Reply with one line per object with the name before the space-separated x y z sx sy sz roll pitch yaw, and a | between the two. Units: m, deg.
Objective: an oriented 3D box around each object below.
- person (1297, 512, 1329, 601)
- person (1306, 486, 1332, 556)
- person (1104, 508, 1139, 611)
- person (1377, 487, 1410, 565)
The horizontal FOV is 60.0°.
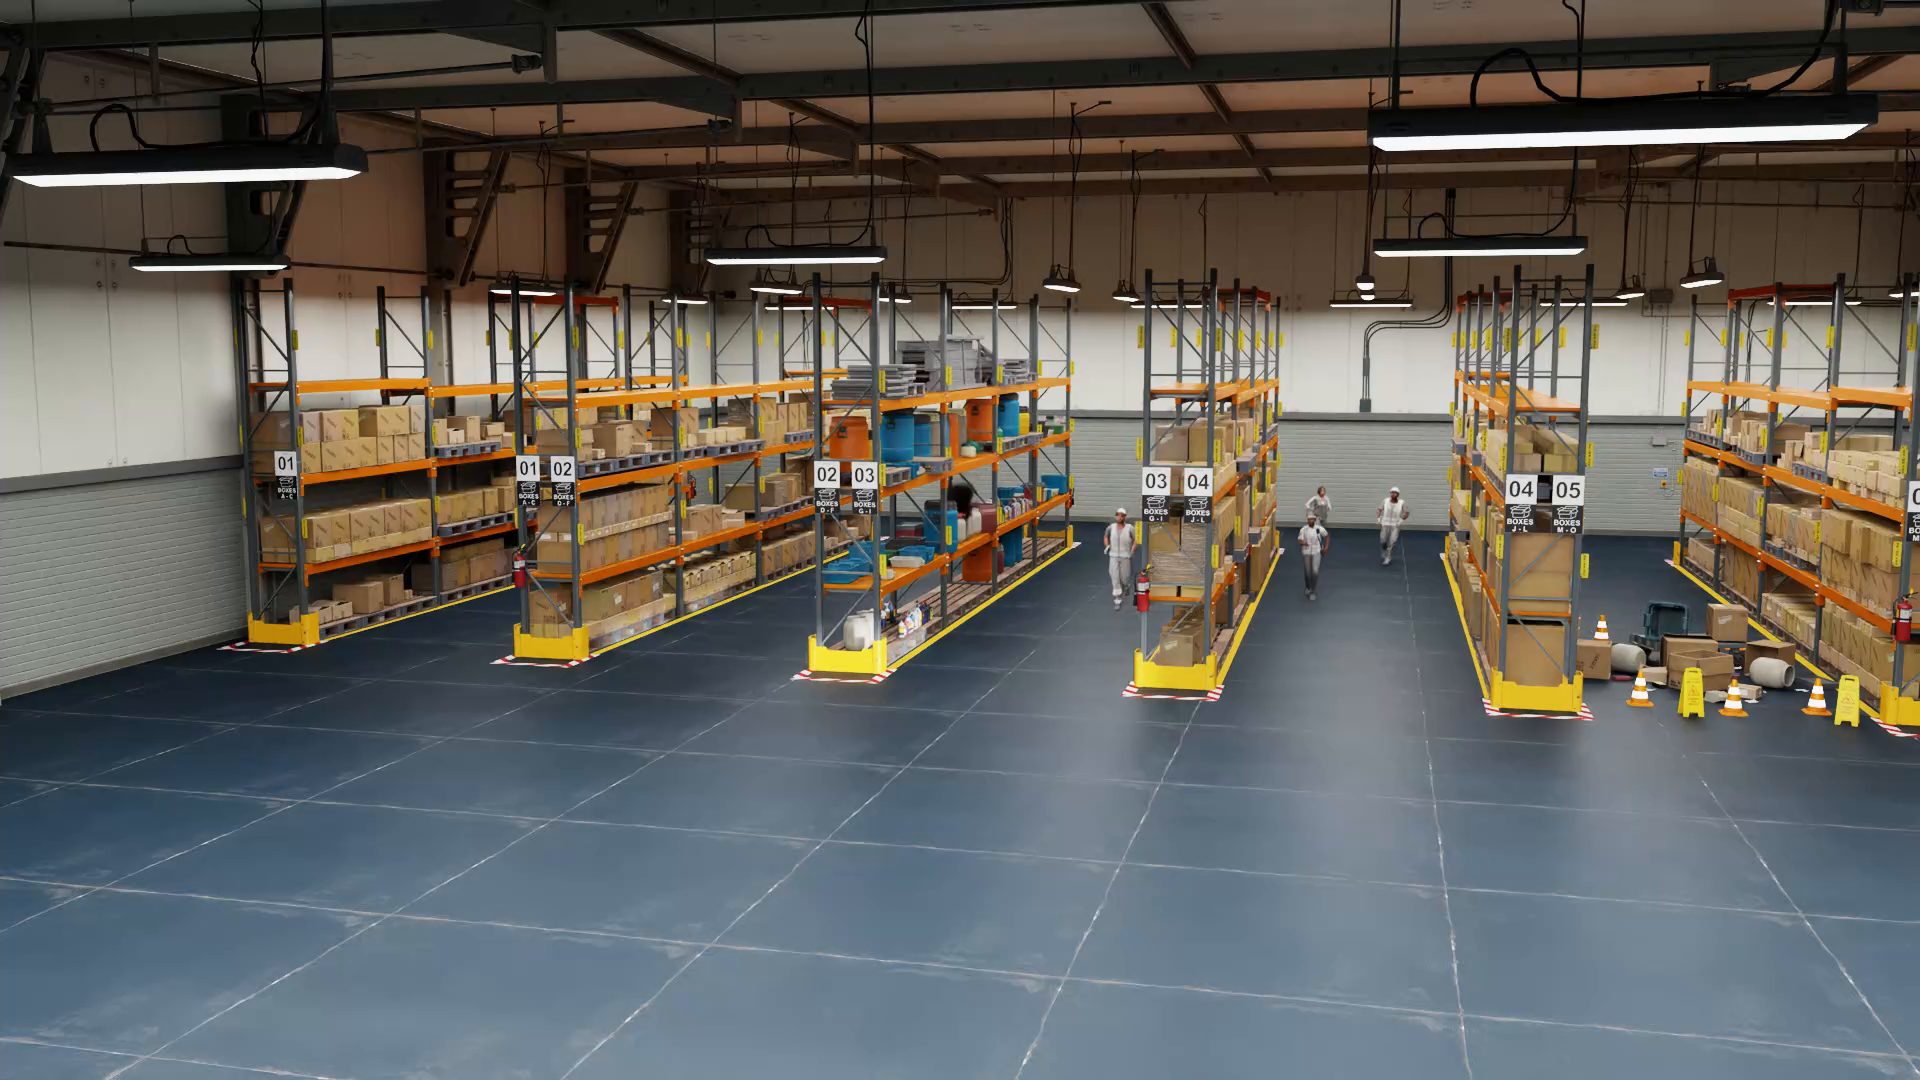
person | 6.860 0.309 32.360 0.582 1.736 0.765 2 7 19
person | 8.449 -0.459 39.122 0.556 1.609 0.819 -2 7 -16
person | 2.833 0.322 29.406 0.649 1.788 0.845 2 7 15
person | 9.716 -0.325 37.339 0.706 1.737 0.582 3 7 22
